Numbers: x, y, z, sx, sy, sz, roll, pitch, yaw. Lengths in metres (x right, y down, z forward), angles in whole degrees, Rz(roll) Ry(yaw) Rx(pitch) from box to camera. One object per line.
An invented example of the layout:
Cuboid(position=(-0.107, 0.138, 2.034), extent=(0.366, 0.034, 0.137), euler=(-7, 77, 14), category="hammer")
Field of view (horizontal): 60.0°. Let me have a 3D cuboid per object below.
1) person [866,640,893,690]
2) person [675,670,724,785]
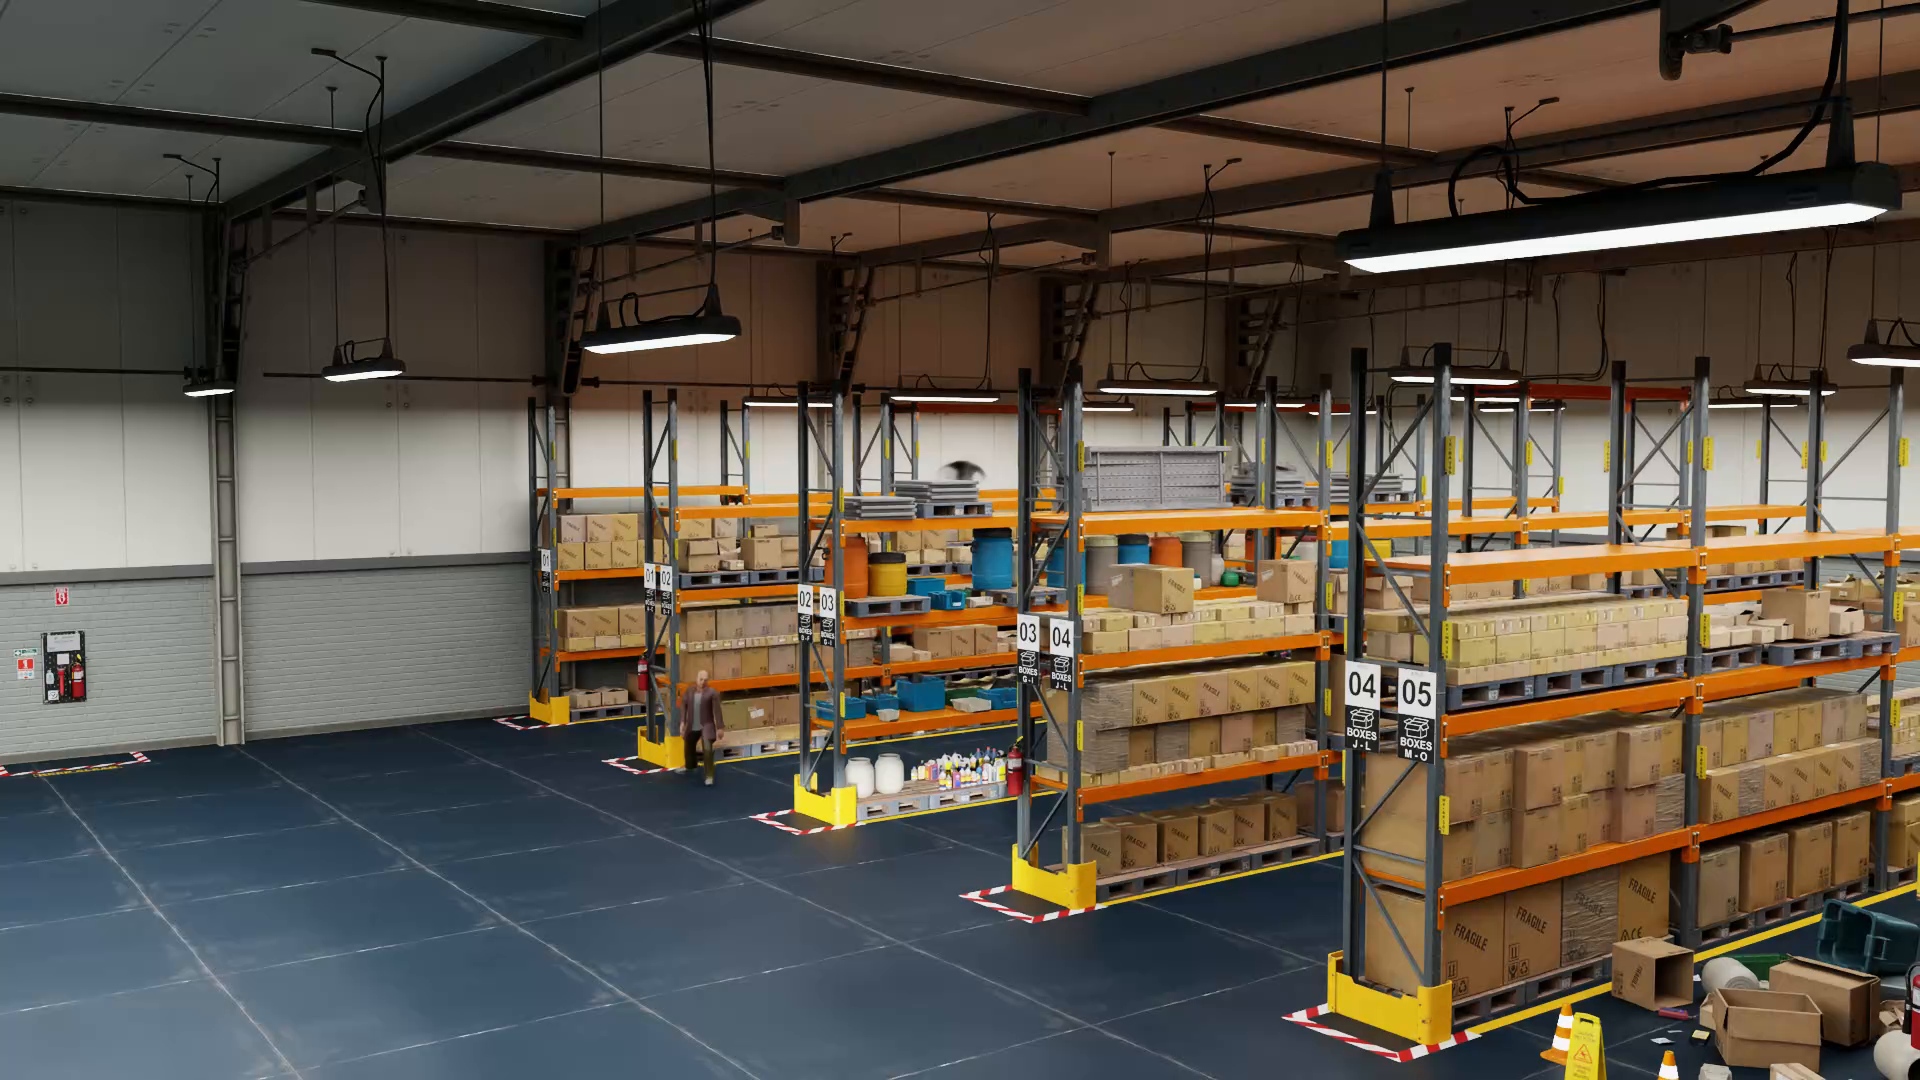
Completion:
Cuboid(position=(-1.573, 2.530, 31.890), extent=(1.002, 1.476, 0.670), euler=(-2, 4, -25), category="person")
Cuboid(position=(-4.000, 2.812, 25.276), extent=(0.906, 1.715, 0.788), euler=(1, 4, 16), category="person")
